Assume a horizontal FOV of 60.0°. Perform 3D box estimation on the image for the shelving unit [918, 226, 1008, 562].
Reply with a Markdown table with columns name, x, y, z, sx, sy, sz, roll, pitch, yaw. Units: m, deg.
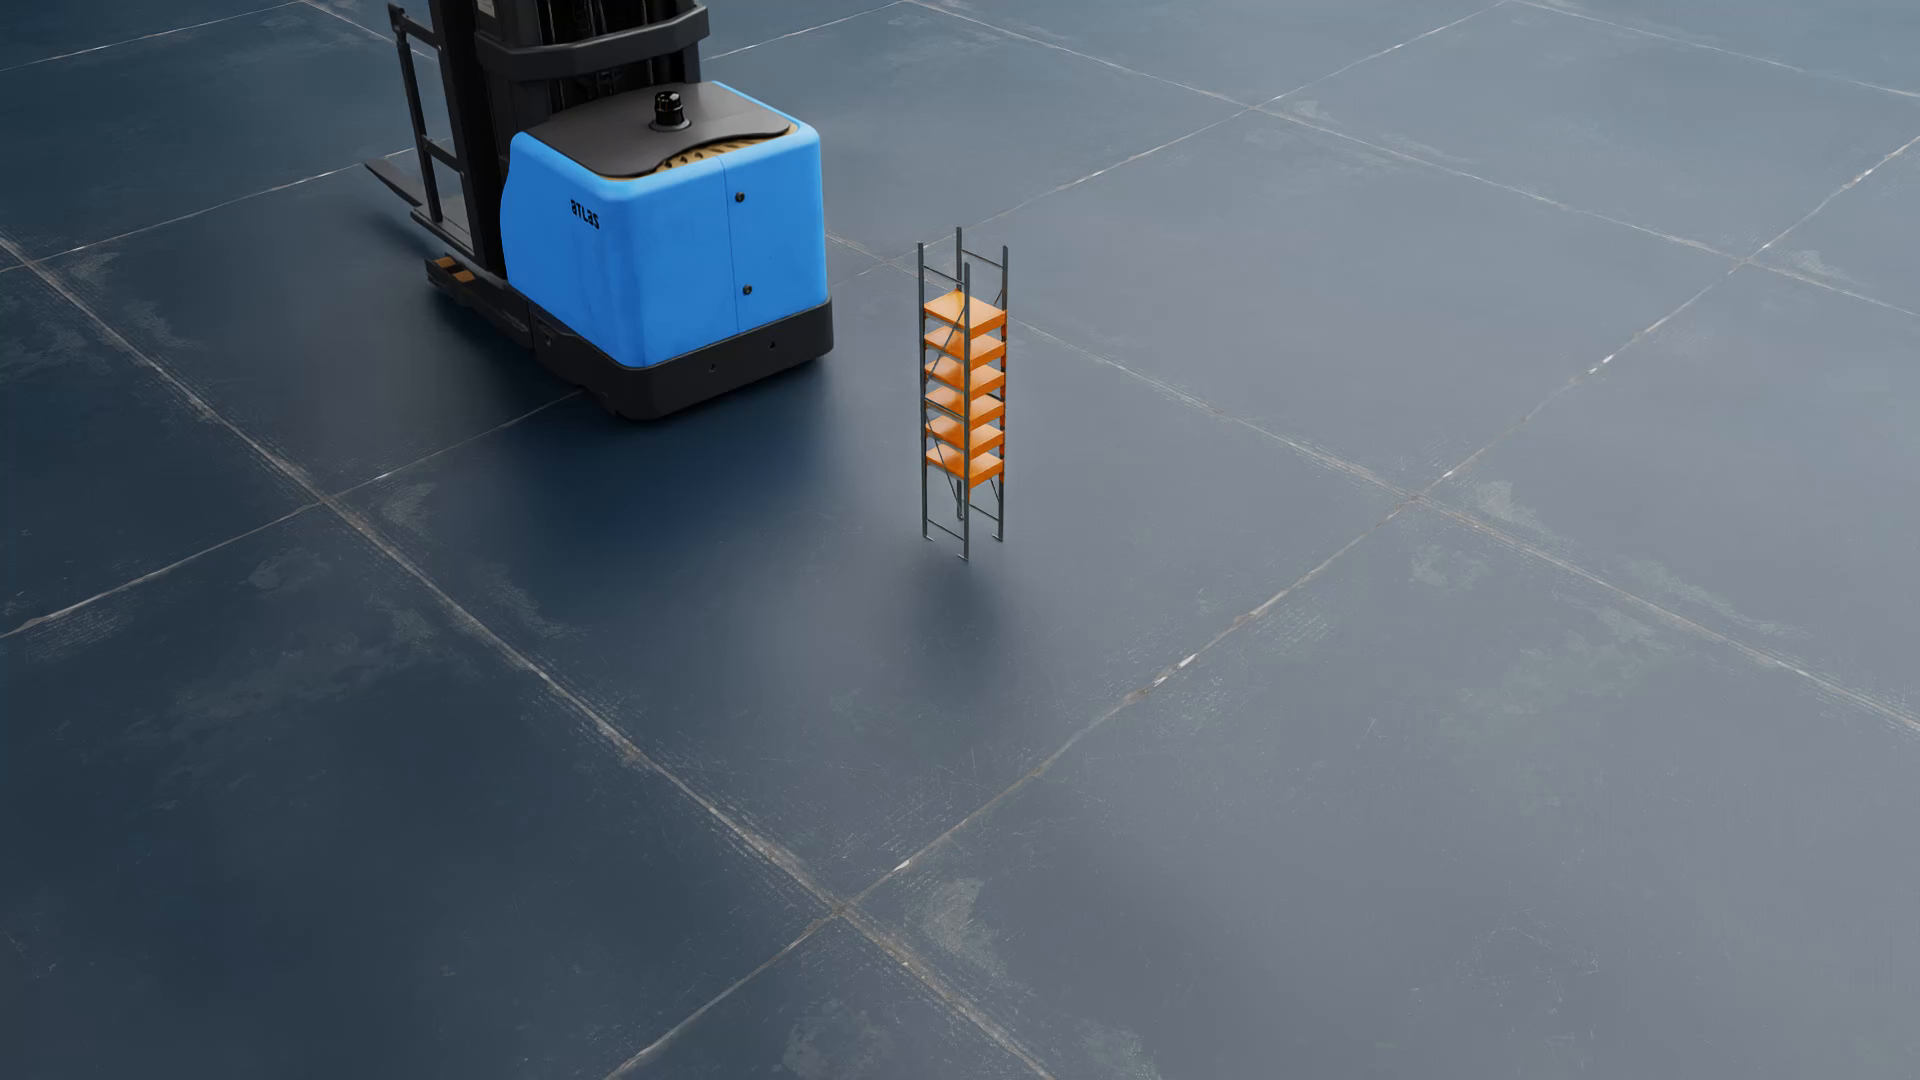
| name | x | y | z | sx | sy | sz | roll | pitch | yaw |
| --- | --- | --- | --- | --- | --- | --- | --- | --- | --- |
| shelving unit | 0.010 | -0.498 | 5.915 | 0.258 | 1.200 | 0.189 | 30 | 45 | 35 |

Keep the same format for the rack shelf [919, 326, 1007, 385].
| name | x | y | z | sx | sy | sz | roll | pitch | yaw |
| --- | --- | --- | --- | --- | --- | --- | --- | --- | --- |
| rack shelf | 0.010 | -0.658 | 5.803 | 0.258 | 0.103 | 0.180 | 30 | 45 | 35 |

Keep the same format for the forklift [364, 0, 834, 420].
| name | x | y | z | sx | sy | sz | roll | pitch | yaw |
| --- | --- | --- | --- | --- | --- | --- | --- | --- | --- |
| forklift | -1.890 | -2.464 | 7.221 | 1.130 | 2.935 | 3.031 | -26 | 42 | -32 |

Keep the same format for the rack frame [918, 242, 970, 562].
| name | x | y | z | sx | sy | sz | roll | pitch | yaw |
| --- | --- | --- | --- | --- | --- | --- | --- | --- | --- |
| rack frame | -0.054 | -0.461 | 5.862 | 0.240 | 1.200 | 0.006 | 30 | 45 | 35 |

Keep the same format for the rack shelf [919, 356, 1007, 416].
| name | x | y | z | sx | sy | sz | roll | pitch | yaw |
| --- | --- | --- | --- | --- | --- | --- | --- | --- | --- |
| rack shelf | 0.010 | -0.560 | 5.872 | 0.258 | 0.103 | 0.180 | 30 | 45 | 35 |

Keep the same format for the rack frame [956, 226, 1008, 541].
| name | x | y | z | sx | sy | sz | roll | pitch | yaw |
| --- | --- | --- | --- | --- | --- | --- | --- | --- | --- |
| rack frame | 0.075 | -0.535 | 5.968 | 0.240 | 1.200 | 0.006 | 30 | 45 | 35 |

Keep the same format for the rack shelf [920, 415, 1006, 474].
| name | x | y | z | sx | sy | sz | roll | pitch | yaw |
| --- | --- | --- | --- | --- | --- | --- | --- | --- | --- |
| rack shelf | 0.010 | -0.363 | 6.009 | 0.258 | 0.103 | 0.180 | 30 | 45 | 35 |

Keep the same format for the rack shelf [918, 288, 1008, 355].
| name | x | y | z | sx | sy | sz | roll | pitch | yaw |
| --- | --- | --- | --- | --- | --- | --- | --- | --- | --- |
| rack shelf | 0.010 | -0.757 | 5.735 | 0.258 | 0.103 | 0.180 | 30 | 45 | 35 |

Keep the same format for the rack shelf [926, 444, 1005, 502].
| name | x | y | z | sx | sy | sz | roll | pitch | yaw |
| --- | --- | --- | --- | --- | --- | --- | --- | --- | --- |
| rack shelf | 0.010 | -0.265 | 6.078 | 0.258 | 0.103 | 0.180 | 30 | 45 | 35 |

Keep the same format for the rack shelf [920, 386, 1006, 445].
| name | x | y | z | sx | sy | sz | roll | pitch | yaw |
| --- | --- | --- | --- | --- | --- | --- | --- | --- | --- |
| rack shelf | 0.010 | -0.462 | 5.941 | 0.258 | 0.103 | 0.180 | 30 | 45 | 35 |
